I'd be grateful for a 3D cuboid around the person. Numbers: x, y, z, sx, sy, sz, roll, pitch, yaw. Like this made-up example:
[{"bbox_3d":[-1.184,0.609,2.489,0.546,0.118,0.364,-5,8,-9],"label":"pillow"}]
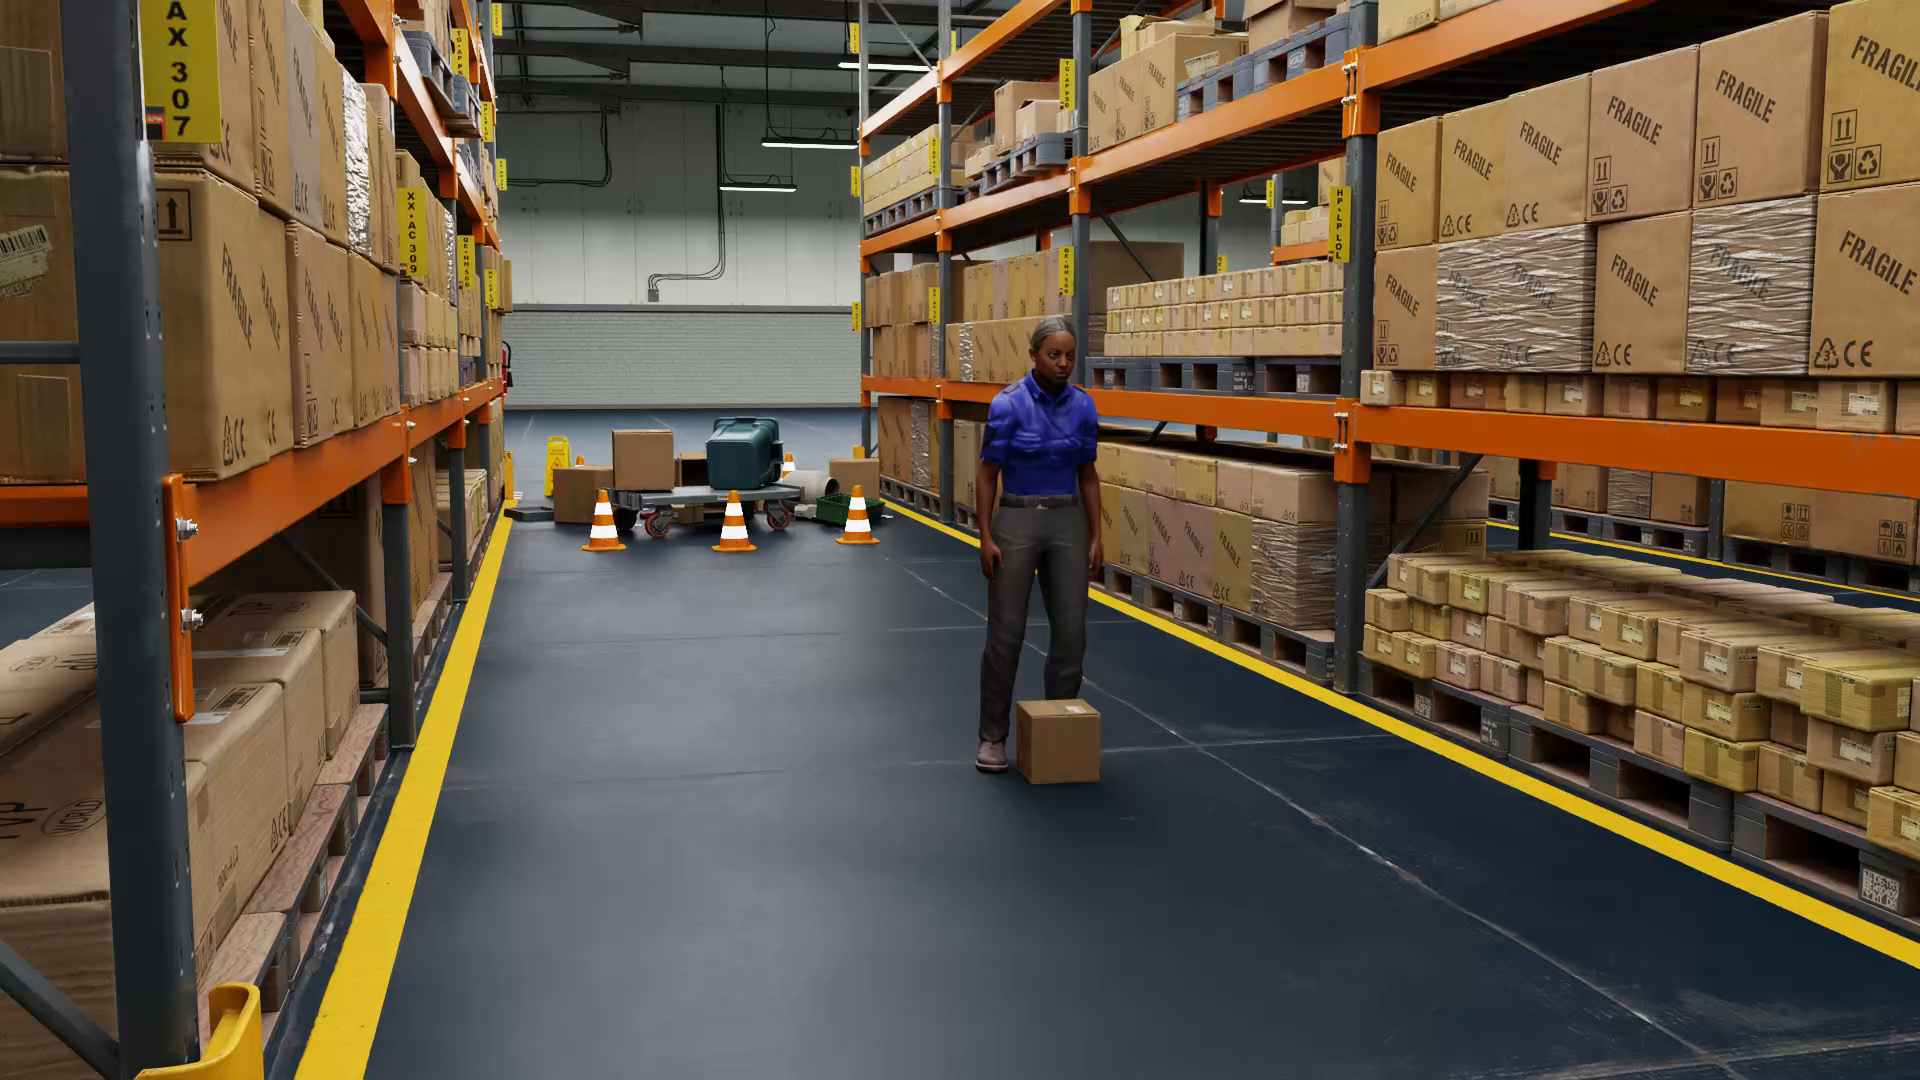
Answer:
[{"bbox_3d":[0.296,0.008,6.138,0.525,1.653,0.402,-2,7,-17],"label":"person"}]
